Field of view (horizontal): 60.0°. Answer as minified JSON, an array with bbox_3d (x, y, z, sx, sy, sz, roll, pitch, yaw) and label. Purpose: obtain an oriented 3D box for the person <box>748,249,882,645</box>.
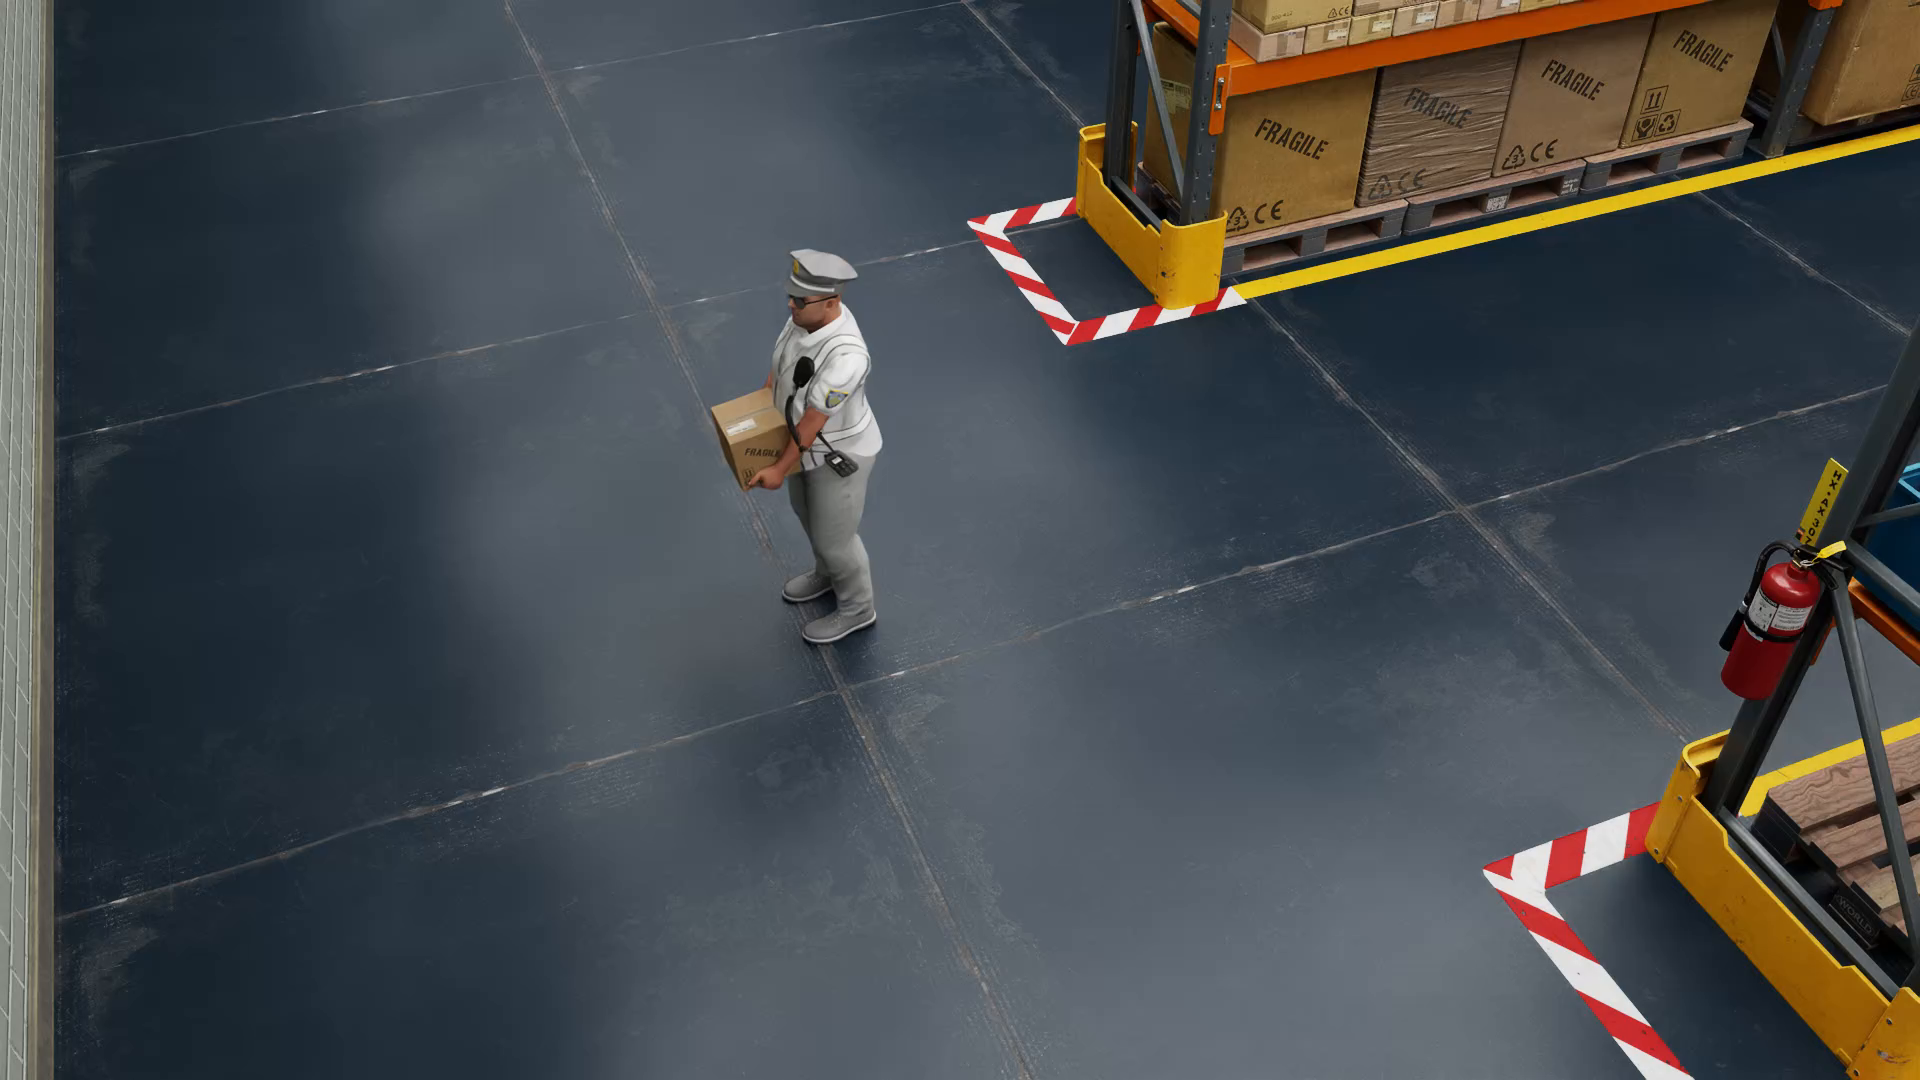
[{"bbox_3d":[-0.597,-0.348,6.538,0.565,1.772,0.490,-16,44,-17],"label":"person"}]
